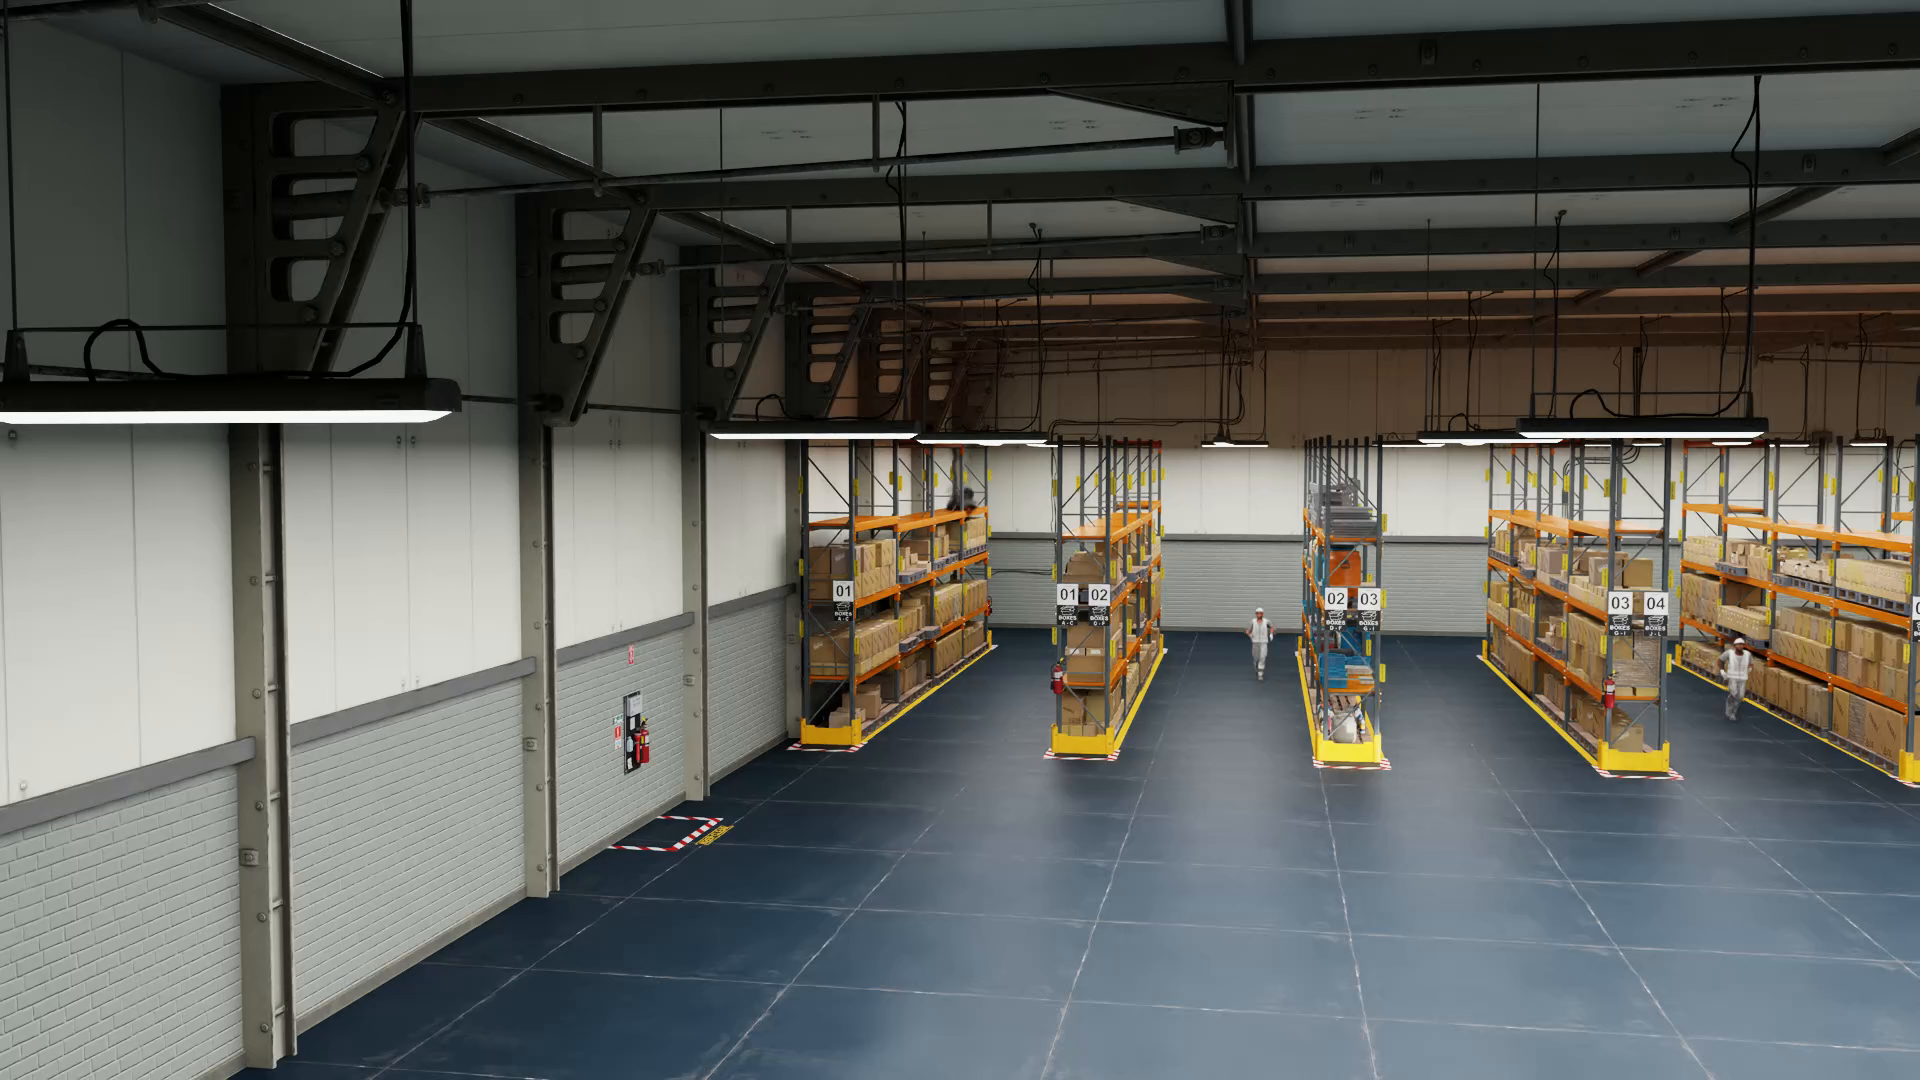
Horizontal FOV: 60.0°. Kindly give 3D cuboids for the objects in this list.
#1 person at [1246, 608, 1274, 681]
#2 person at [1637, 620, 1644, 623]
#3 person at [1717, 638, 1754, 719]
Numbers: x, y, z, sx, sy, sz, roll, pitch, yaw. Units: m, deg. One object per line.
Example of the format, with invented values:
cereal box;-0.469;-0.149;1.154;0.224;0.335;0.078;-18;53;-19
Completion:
person;7.491;2.586;41.531;0.669;1.779;1.006;1;3;12
person;17.812;2.530;43.592;0.626;1.703;0.844;1;3;10
person;16.436;2.941;35.150;0.679;1.732;0.638;0;3;6
